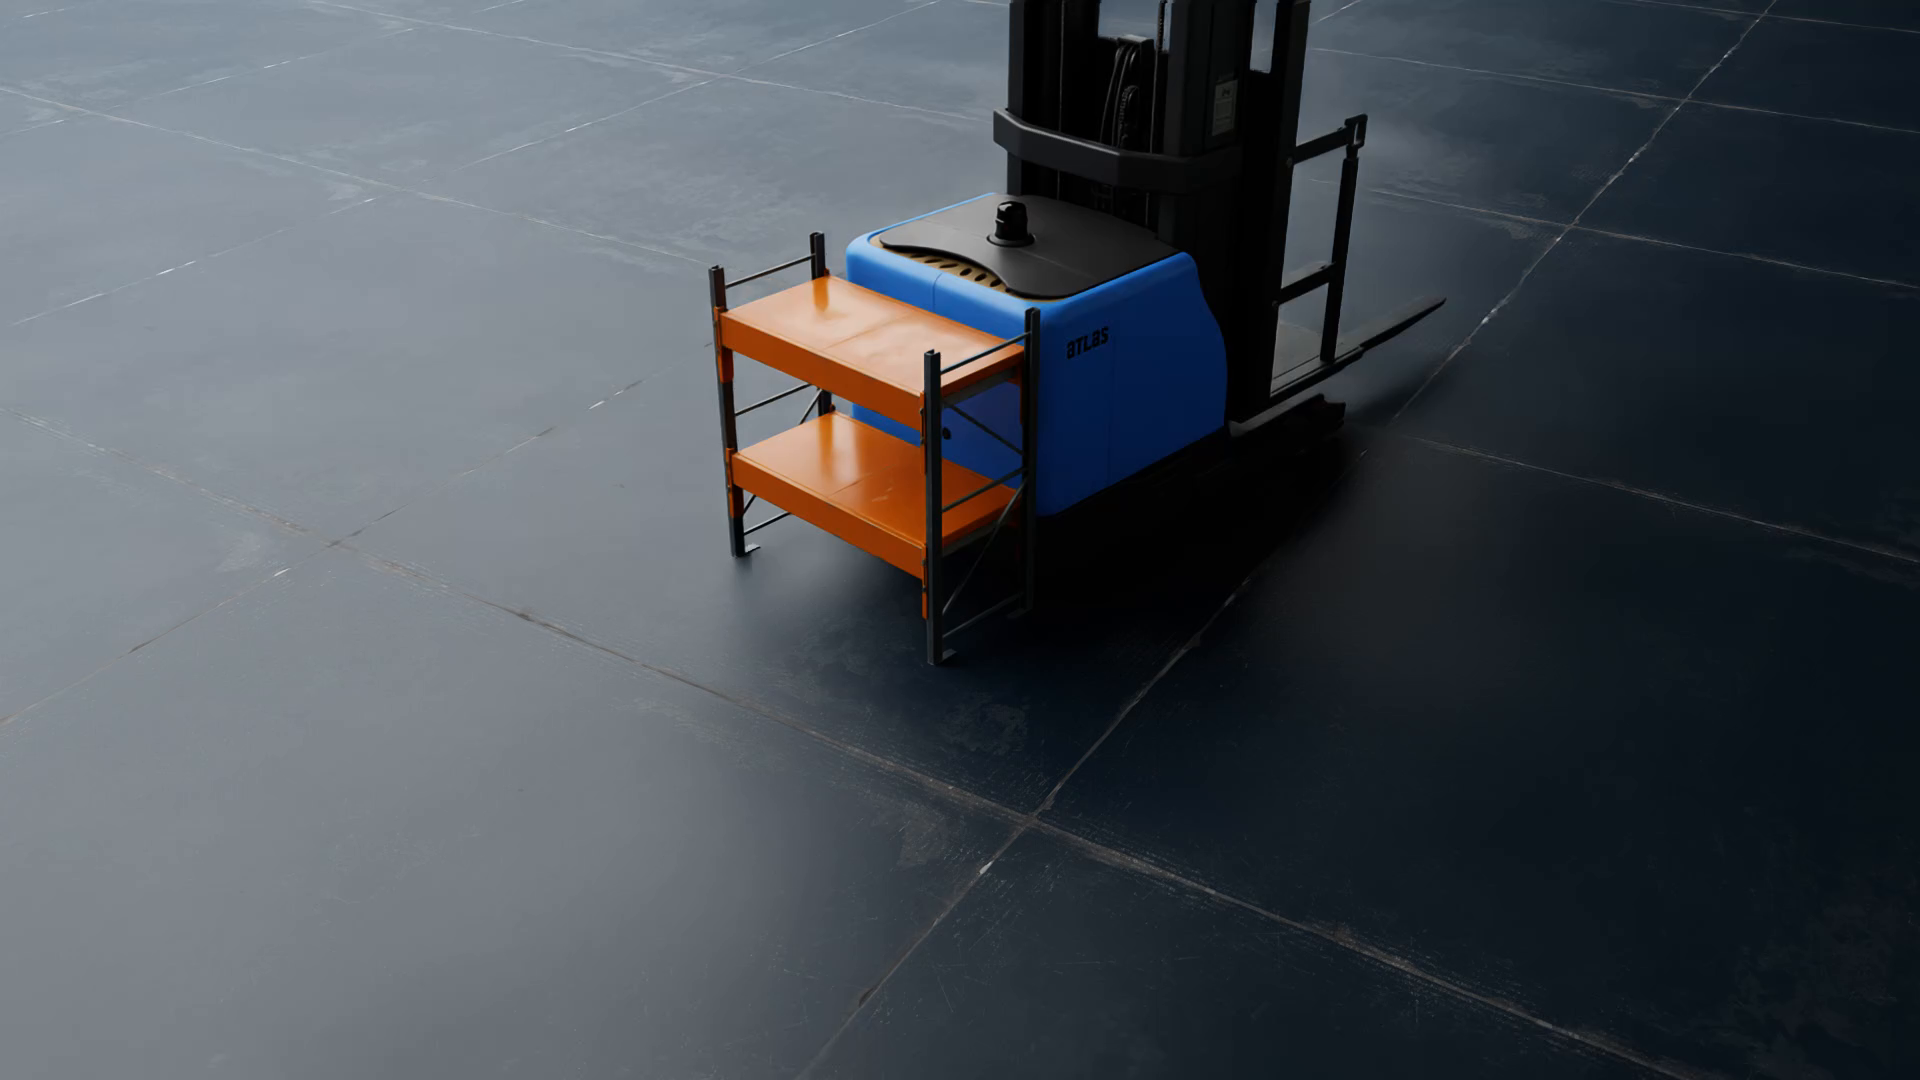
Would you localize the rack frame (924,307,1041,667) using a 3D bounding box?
[{"bbox_3d":[0.074,-0.161,5.409,0.032,1.125,0.500,26,39,37],"label":"rack frame"}]

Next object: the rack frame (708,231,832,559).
[{"bbox_3d":[-0.663,-0.514,6.014,0.032,1.125,0.500,26,39,37],"label":"rack frame"}]

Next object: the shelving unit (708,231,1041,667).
[{"bbox_3d":[-0.294,-0.337,5.712,1.048,1.125,0.538,26,39,37],"label":"shelving unit"}]

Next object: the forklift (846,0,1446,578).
[{"bbox_3d":[0.965,-1.775,6.384,1.130,2.935,3.031,26,39,37],"label":"forklift"}]

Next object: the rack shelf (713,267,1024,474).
[{"bbox_3d":[-0.295,-0.590,5.564,1.000,0.278,0.538,26,39,37],"label":"rack shelf"}]

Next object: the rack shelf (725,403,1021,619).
[{"bbox_3d":[-0.294,-0.126,5.835,1.000,0.278,0.538,26,39,37],"label":"rack shelf"}]
